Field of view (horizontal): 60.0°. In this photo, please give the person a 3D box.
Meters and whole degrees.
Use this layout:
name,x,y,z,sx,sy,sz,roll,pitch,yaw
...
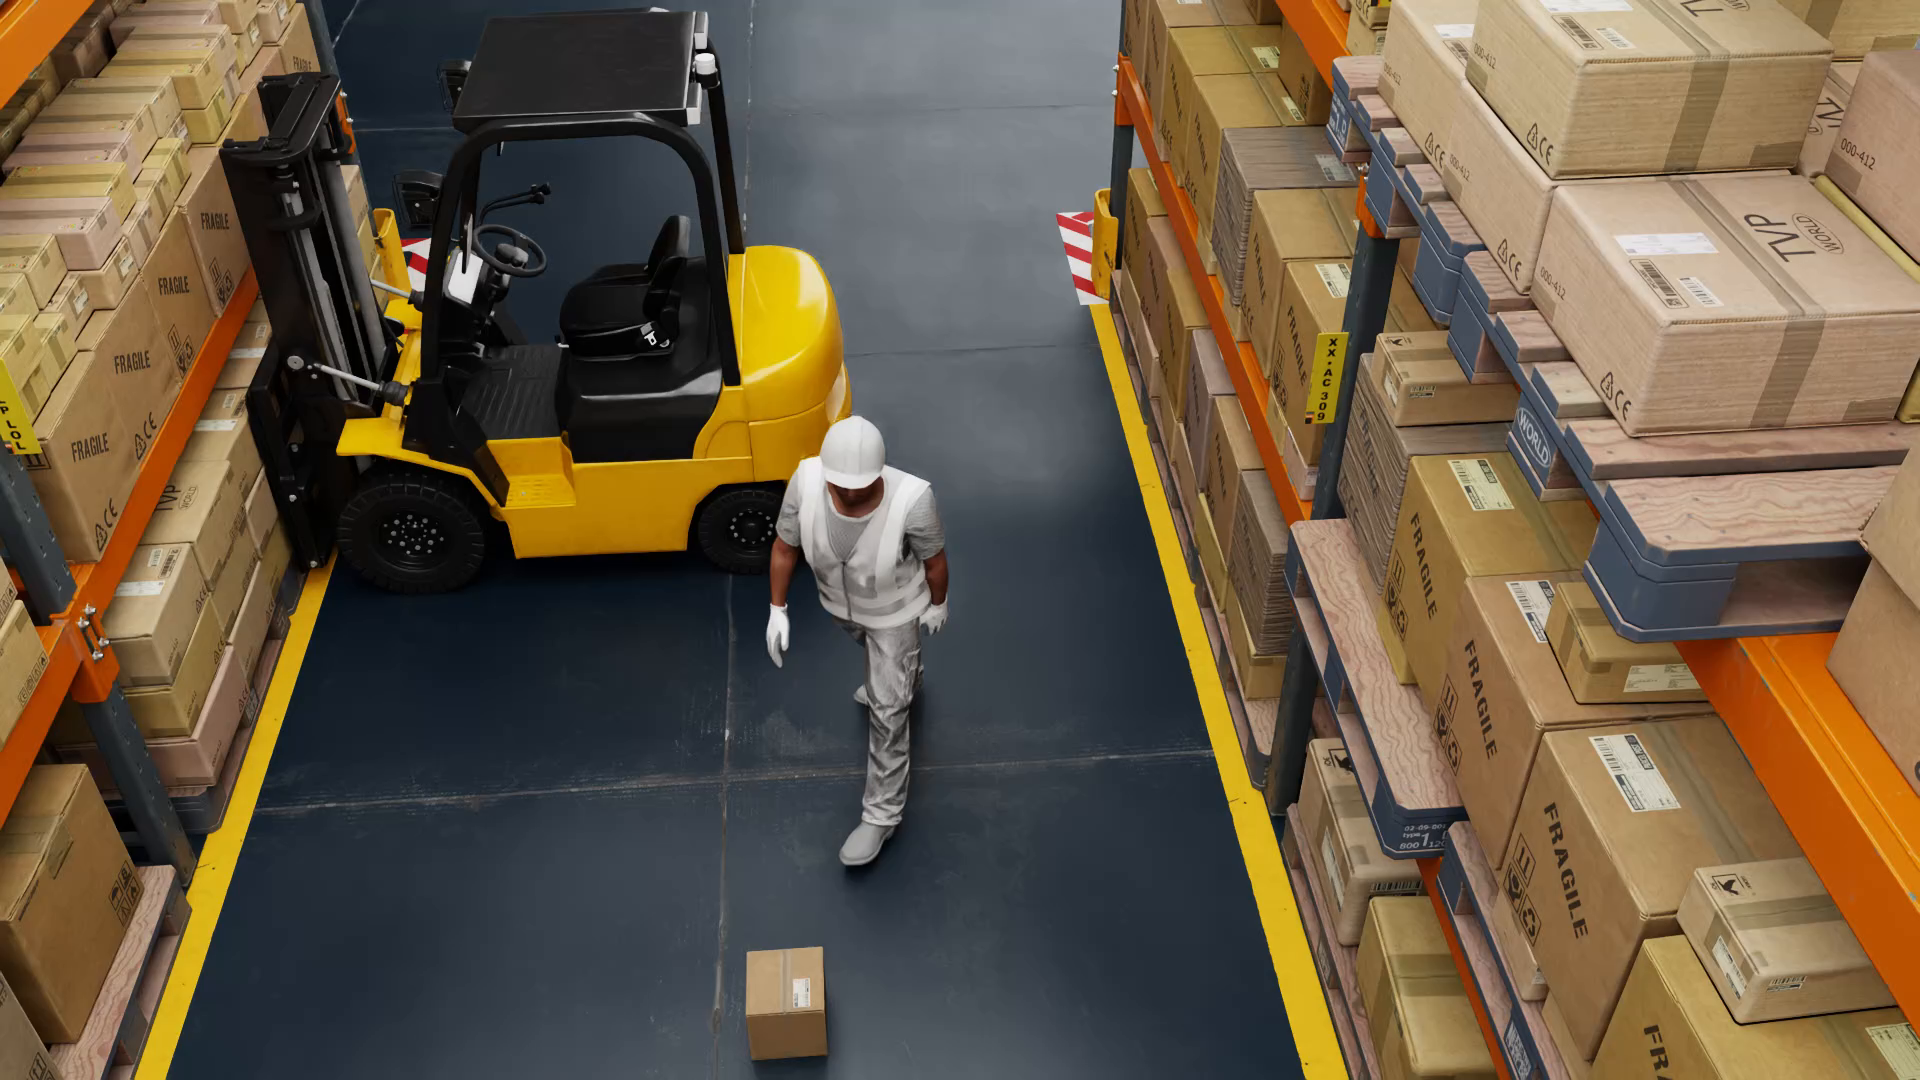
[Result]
name,x,y,z,sx,sy,sz,roll,pitch,yaw
person,-0.330,0.217,5.891,0.556,1.721,1.003,21,43,24
